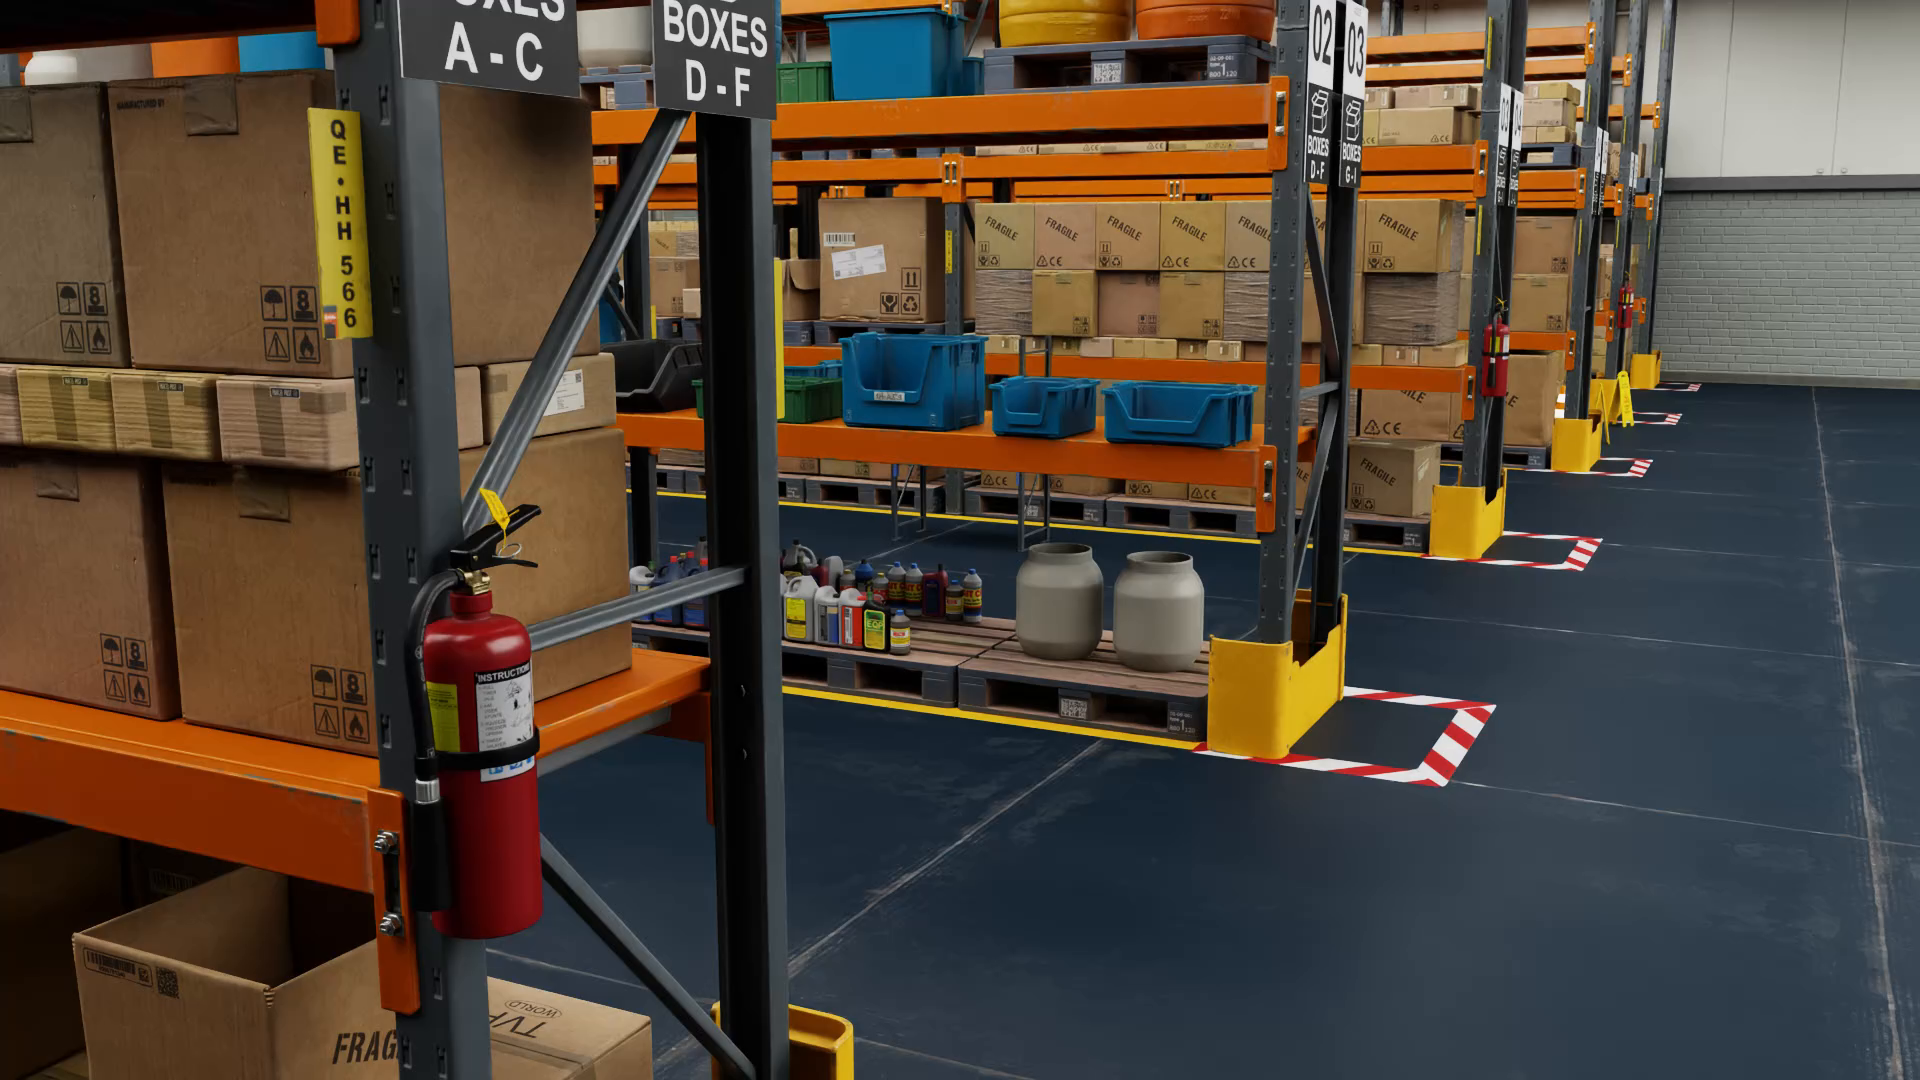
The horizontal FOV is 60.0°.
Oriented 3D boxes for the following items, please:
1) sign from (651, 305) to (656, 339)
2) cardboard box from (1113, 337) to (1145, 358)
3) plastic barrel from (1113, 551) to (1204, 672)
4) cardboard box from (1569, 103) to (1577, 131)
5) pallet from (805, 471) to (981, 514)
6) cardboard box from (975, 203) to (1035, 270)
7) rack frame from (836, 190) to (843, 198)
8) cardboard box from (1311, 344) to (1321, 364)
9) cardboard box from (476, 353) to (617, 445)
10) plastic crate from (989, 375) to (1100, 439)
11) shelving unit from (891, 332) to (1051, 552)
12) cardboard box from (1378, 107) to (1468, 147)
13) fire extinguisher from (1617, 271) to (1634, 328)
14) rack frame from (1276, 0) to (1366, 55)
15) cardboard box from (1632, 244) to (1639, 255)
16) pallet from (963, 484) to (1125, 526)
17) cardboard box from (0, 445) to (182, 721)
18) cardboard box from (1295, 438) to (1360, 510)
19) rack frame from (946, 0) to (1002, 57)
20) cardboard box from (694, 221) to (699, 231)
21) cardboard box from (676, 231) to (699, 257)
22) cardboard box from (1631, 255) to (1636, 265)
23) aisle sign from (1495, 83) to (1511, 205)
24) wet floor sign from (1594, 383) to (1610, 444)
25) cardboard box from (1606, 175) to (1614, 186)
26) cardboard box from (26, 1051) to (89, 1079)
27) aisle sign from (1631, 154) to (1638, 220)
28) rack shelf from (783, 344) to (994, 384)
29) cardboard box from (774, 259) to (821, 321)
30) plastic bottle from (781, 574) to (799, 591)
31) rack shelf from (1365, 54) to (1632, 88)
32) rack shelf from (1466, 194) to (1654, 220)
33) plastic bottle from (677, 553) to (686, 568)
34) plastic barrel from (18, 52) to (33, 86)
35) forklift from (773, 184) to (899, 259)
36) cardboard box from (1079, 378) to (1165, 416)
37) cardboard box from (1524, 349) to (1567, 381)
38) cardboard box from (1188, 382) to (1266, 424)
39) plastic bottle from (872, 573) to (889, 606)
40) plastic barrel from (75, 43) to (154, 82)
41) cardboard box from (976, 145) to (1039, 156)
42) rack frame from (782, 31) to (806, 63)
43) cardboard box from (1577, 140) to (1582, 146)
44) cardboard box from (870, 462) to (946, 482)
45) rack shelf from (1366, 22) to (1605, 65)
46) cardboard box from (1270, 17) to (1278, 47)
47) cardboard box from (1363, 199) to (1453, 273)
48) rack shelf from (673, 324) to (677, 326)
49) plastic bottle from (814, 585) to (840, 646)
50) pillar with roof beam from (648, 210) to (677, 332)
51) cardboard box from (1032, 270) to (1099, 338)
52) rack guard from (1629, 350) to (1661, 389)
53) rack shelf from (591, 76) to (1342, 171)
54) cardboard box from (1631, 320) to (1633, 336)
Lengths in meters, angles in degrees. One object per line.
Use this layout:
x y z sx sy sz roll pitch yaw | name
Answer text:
-1.781 -1.185 9.578 0.005 0.325 0.100 5 11 26 | sign
1.348 -1.470 12.633 0.250 0.149 0.380 5 11 26 | cardboard box
0.928 0.331 7.783 0.421 0.512 0.421 0 10 0 | plastic barrel
5.710 -4.105 16.194 0.500 0.250 0.500 5 11 26 | cardboard box
-0.542 -0.442 14.079 1.213 0.211 1.003 5 11 26 | pallet
0.448 -2.364 12.948 0.500 0.500 0.500 5 11 26 | cardboard box
-1.145 -2.852 19.567 0.127 3.000 1.000 5 11 26 | rack frame
2.709 -1.357 12.010 0.250 0.149 0.380 5 11 26 | cardboard box
-0.899 -0.289 3.305 0.250 0.149 0.380 5 11 25 | cardboard box
0.391 -0.617 7.635 0.408 0.251 0.499 5 11 26 | plastic crate
0.077 -0.731 12.060 1.048 1.500 0.538 5 11 26 | shelving unit
3.199 -2.837 11.483 0.500 0.250 0.500 5 12 27 | cardboard box
8.028 -2.900 20.046 0.183 0.674 0.296 5 11 26 | fire extinguisher
1.552 -3.599 6.846 0.127 3.000 1.000 5 11 26 | rack frame
10.115 -4.389 25.119 0.250 0.149 0.380 5 11 25 | cardboard box
0.775 -0.333 13.480 1.213 0.211 1.003 5 11 26 | pallet
-1.529 0.016 3.441 0.500 0.500 0.700 5 12 27 | cardboard box
2.640 -0.508 12.453 0.500 0.500 0.500 9 14 41 | cardboard box
0.157 -4.705 12.958 0.127 3.000 1.000 5 11 26 | rack frame
-3.933 -4.890 25.918 0.250 0.149 0.380 5 11 25 | cardboard box
-4.090 -4.580 26.026 0.500 0.500 0.500 5 11 27 | cardboard box
9.887 -4.164 24.715 0.250 0.149 0.380 5 11 27 | cardboard box
3.667 -2.664 11.228 0.004 0.787 0.394 5 11 26 | aisle sign
6.931 -1.377 18.028 0.232 0.644 0.267 3 11 16 | wet floor sign
7.975 -4.451 20.682 0.250 0.149 0.380 5 11 26 | cardboard box
-1.708 1.258 3.398 0.500 0.250 0.500 5 11 26 | cardboard box
8.321 -4.344 20.511 0.004 0.787 0.394 5 11 26 | aisle sign
-1.637 -1.556 14.427 4.000 0.370 1.077 5 11 26 | rack shelf
-1.439 -2.132 14.119 0.637 0.503 0.797 6 12 32 | cardboard box
-0.901 0.315 8.482 0.135 0.276 0.152 5 11 26 | plastic bottle
6.335 -5.774 20.897 4.000 0.370 1.077 5 11 26 | rack shelf
8.528 -5.093 25.546 4.000 0.370 1.077 5 11 26 | rack shelf
-1.572 0.178 9.449 0.097 0.201 0.097 0 10 0 | plastic bottle
-6.130 -3.216 10.770 0.708 0.830 0.600 5 11 26 | plastic barrel
-1.336 -2.218 16.255 1.130 2.935 3.031 -6 12 -29 | forklift
1.846 -1.671 18.179 0.750 0.750 1.050 5 11 26 | cardboard box
7.295 -2.264 20.755 0.500 0.500 0.500 5 11 26 | cardboard box
2.975 -1.637 17.642 0.875 0.875 0.875 5 11 27 | cardboard box
-0.422 0.279 8.891 0.097 0.201 0.097 0 10 0 | plastic bottle
-4.981 -2.900 10.002 0.600 0.901 0.600 0 10 0 | plastic barrel
0.447 -3.079 12.817 0.500 0.250 0.500 5 11 24 | cardboard box
-2.633 -6.918 25.186 0.127 3.000 1.000 5 11 26 | rack frame
7.481 -4.771 20.213 0.250 0.149 0.380 5 12 27 | cardboard box
-0.384 -0.791 13.962 0.500 0.500 0.700 4 11 21 | cardboard box
4.236 -4.781 16.520 4.000 0.370 1.077 5 11 26 | rack shelf
2.242 -3.437 11.855 0.500 0.500 0.500 5 11 26 | cardboard box
3.141 -2.129 11.648 0.500 0.500 0.500 5 11 26 | cardboard box
-2.939 -2.656 20.502 4.000 0.370 1.077 5 11 26 | rack shelf
-0.627 0.367 8.191 0.135 0.276 0.152 5 11 24 | plastic bottle
-7.951 -7.695 29.480 0.548 9.000 9.100 5 11 26 | pillar with roof beam
0.966 -1.858 12.958 0.500 0.500 0.875 5 11 26 | cardboard box
10.343 -2.581 25.090 0.348 0.500 1.175 5 11 26 | rack guard
-0.241 -1.926 8.048 4.000 0.370 1.077 5 11 26 | rack shelf
9.974 -3.227 25.373 0.500 0.250 0.500 5 11 25 | cardboard box
